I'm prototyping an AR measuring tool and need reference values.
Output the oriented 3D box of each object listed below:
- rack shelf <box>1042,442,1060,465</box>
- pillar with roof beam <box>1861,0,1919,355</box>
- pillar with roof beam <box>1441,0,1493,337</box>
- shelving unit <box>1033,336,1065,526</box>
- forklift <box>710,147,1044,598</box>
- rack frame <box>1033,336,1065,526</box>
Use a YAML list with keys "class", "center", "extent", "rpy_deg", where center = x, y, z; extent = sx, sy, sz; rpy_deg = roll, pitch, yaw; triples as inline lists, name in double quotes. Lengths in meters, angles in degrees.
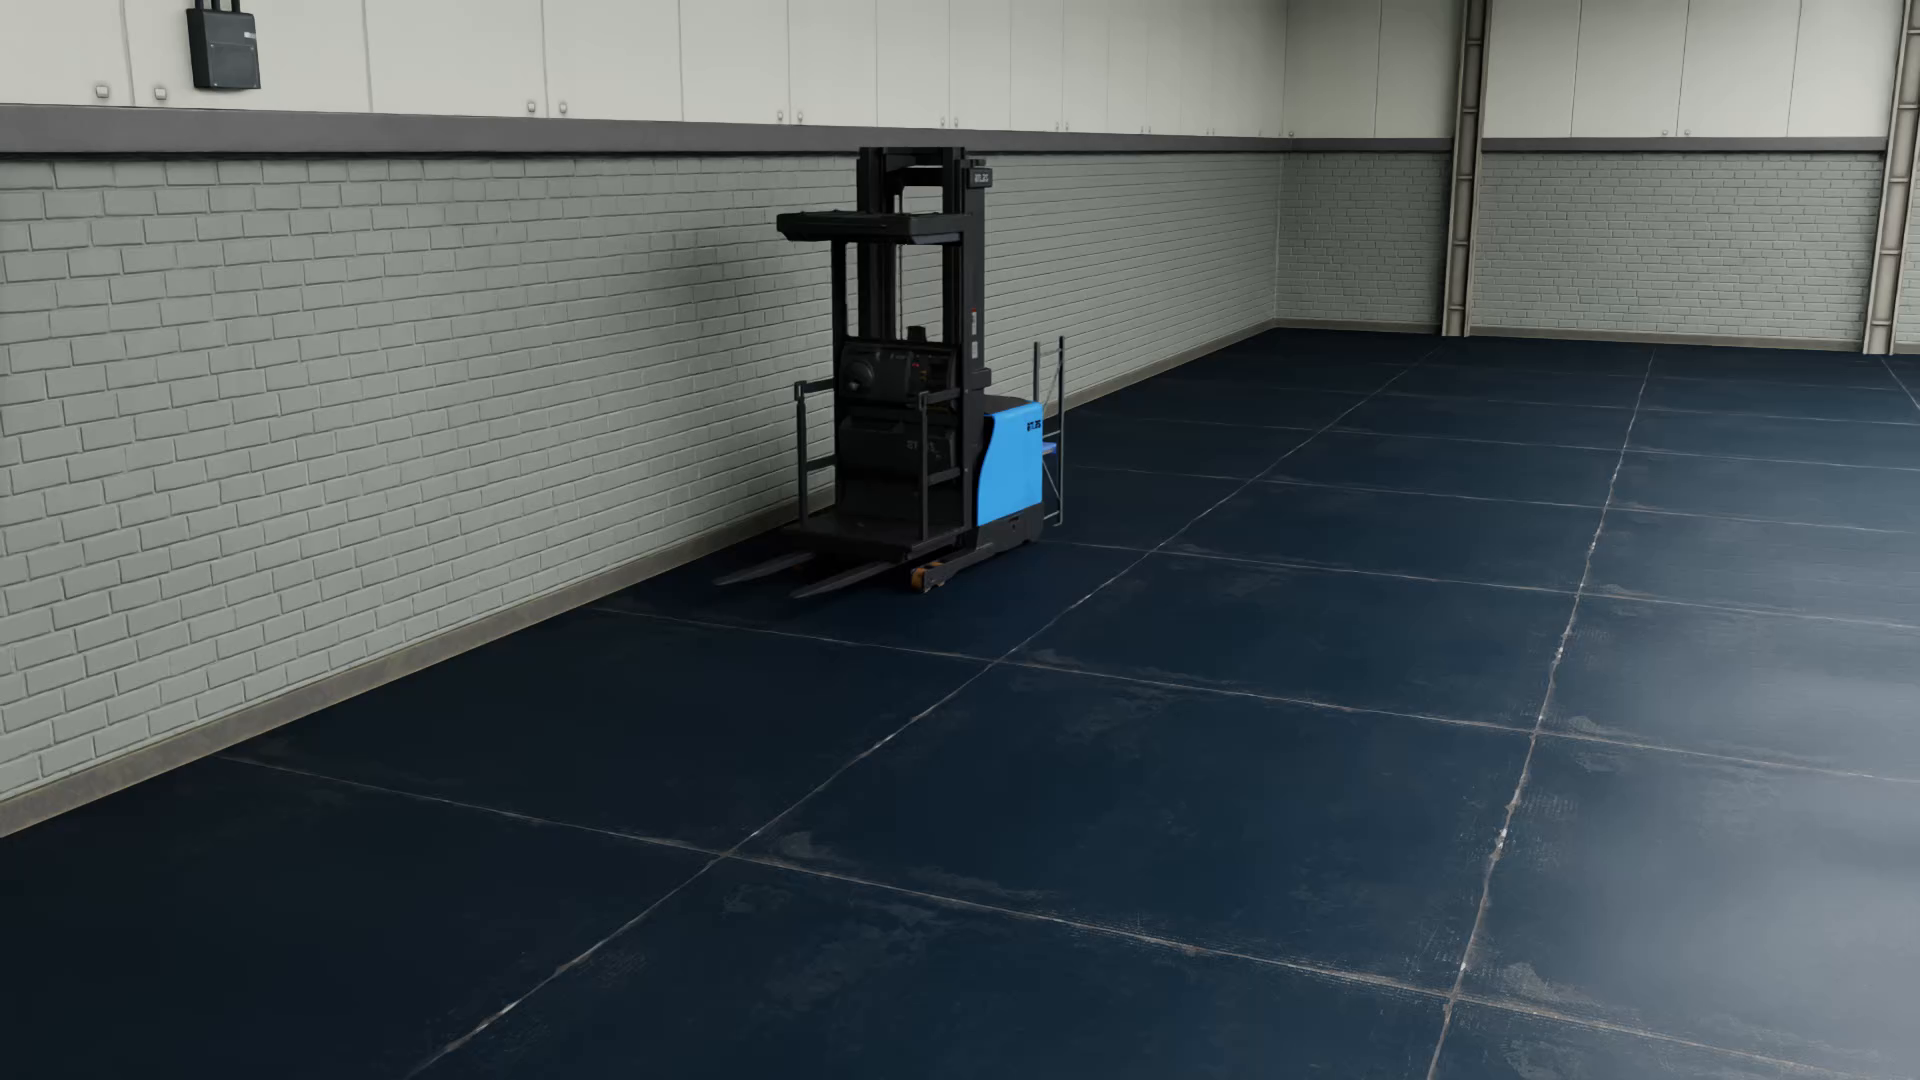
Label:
- class: "rack shelf"
  center: [0.239, -0.693, 13.210]
  extent: [1.000, 0.185, 0.538]
  rpy_deg: [7, 15, 27]
- class: "pillar with roof beam"
  center: [11.729, -6.223, 19.576]
  extent: [0.400, 9.000, 9.100]
  rpy_deg: [6, 14, 23]
- class: "pillar with roof beam"
  center: [6.243, -6.778, 21.942]
  extent: [0.400, 9.000, 9.100]
  rpy_deg: [6, 14, 23]
- class: "shelving unit"
  center: [0.239, -0.868, 13.169]
  extent: [1.048, 1.500, 0.538]
  rpy_deg: [7, 15, 27]
- class: "forklift"
  center: [-0.540, -1.191, 11.416]
  extent: [1.130, 2.935, 3.031]
  rpy_deg: [8, 15, 29]
- class: "rack frame"
  center: [0.688, -0.813, 12.936]
  extent: [0.032, 1.500, 0.500]
  rpy_deg: [7, 15, 27]
